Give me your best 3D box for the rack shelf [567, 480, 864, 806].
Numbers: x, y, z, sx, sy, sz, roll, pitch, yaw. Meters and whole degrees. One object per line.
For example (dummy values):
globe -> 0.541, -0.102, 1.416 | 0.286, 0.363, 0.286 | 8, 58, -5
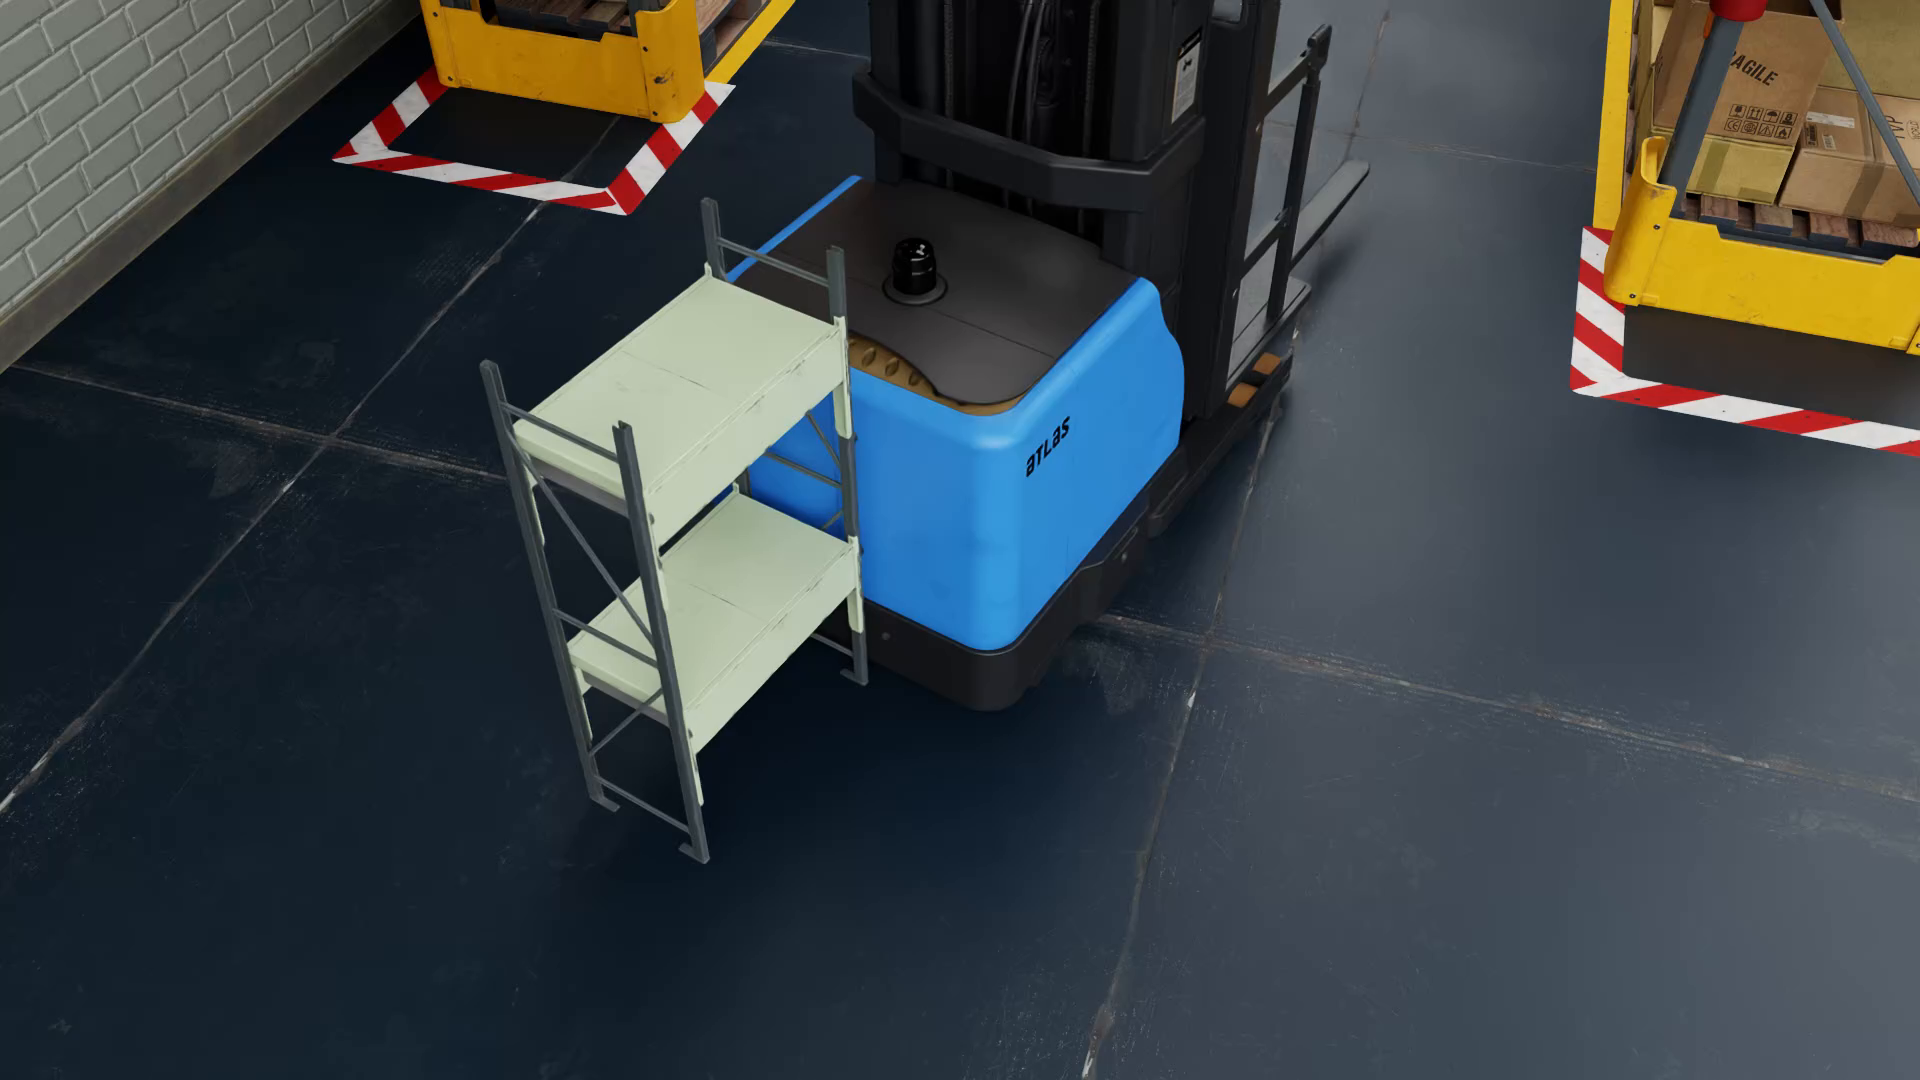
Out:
rack shelf -> -0.636, 0.255, 4.383 | 0.431, 0.370, 0.720 | 24, 49, 23

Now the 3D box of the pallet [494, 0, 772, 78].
pallet -> -1.423, -2.603, 7.759 | 1.003, 0.211, 1.213 | 13, 46, 13

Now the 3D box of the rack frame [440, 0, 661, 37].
rack frame -> -1.726, -3.015, 6.186 | 1.000, 3.000, 0.127 | 13, 46, 13

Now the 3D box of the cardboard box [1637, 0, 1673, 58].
cardboard box -> 3.167, -2.225, 7.045 | 0.500, 0.250, 0.500 | 13, 46, 13

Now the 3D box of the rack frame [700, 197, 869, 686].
rack frame -> -0.439, -0.194, 4.376 | 0.400, 1.500, 0.023 | 24, 49, 23

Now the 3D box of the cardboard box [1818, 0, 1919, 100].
cardboard box -> 3.520, -2.048, 6.327 | 0.500, 0.500, 0.500 | 13, 46, 13

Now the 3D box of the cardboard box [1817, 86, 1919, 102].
cardboard box -> 3.519, -1.780, 6.590 | 0.500, 0.250, 0.500 | 13, 46, 13

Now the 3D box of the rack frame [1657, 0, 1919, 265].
rack frame -> 2.996, -1.968, 5.117 | 1.000, 3.000, 0.127 | 13, 46, 13

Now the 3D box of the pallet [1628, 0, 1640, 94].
pallet -> 3.559, -2.301, 7.450 | 1.003, 0.211, 1.213 | 13, 46, 13

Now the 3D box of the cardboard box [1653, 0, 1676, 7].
cardboard box -> 3.164, -2.494, 6.783 | 0.500, 0.500, 0.500 | 13, 46, 13

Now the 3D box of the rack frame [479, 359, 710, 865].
rack frame -> -0.834, 0.237, 3.935 | 0.400, 1.500, 0.023 | 24, 49, 23

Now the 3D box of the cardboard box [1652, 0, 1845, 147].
cardboard box -> 2.875, -1.824, 6.099 | 0.500, 0.500, 0.500 | 13, 46, 13

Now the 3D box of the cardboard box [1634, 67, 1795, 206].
cardboard box -> 2.877, -1.556, 6.361 | 0.500, 0.250, 0.500 | 13, 46, 13

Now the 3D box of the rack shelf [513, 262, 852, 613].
rack shelf -> -0.636, -0.257, 3.882 | 0.431, 0.370, 0.720 | 24, 49, 23

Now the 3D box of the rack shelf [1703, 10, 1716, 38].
rack shelf -> 3.602, -3.044, 6.731 | 1.077, 0.370, 4.000 | 13, 46, 13

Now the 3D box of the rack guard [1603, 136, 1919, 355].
rack guard -> 2.989, -1.059, 5.975 | 1.175, 0.500, 0.348 | 13, 46, 13

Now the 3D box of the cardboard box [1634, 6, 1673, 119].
cardboard box -> 3.017, -1.891, 6.704 | 0.500, 0.250, 0.500 | 13, 46, 13

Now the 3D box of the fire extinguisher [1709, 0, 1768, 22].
fire extinguisher -> 2.518, -1.960, 5.164 | 0.296, 0.674, 0.183 | 13, 46, 13

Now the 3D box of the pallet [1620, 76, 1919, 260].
pallet -> 3.188, -1.490, 6.622 | 1.003, 0.211, 1.213 | 13, 46, 13

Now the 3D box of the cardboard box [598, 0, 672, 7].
cardboard box -> -1.431, -2.653, 7.425 | 0.500, 0.311, 0.500 | 8, 45, 8

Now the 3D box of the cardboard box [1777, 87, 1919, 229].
cardboard box -> 3.371, -1.446, 6.249 | 0.500, 0.250, 0.500 | 13, 46, 13

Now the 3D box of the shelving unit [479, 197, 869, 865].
shelving unit -> -0.636, 0.022, 4.155 | 0.431, 1.500, 0.755 | 24, 49, 23

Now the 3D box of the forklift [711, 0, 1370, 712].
forklift -> 0.484, -1.576, 4.765 | 1.130, 2.935, 3.031 | 24, 49, 23

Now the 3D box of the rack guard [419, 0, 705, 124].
rack guard -> -1.703, -2.172, 7.112 | 1.175, 0.500, 0.348 | 13, 46, 13
